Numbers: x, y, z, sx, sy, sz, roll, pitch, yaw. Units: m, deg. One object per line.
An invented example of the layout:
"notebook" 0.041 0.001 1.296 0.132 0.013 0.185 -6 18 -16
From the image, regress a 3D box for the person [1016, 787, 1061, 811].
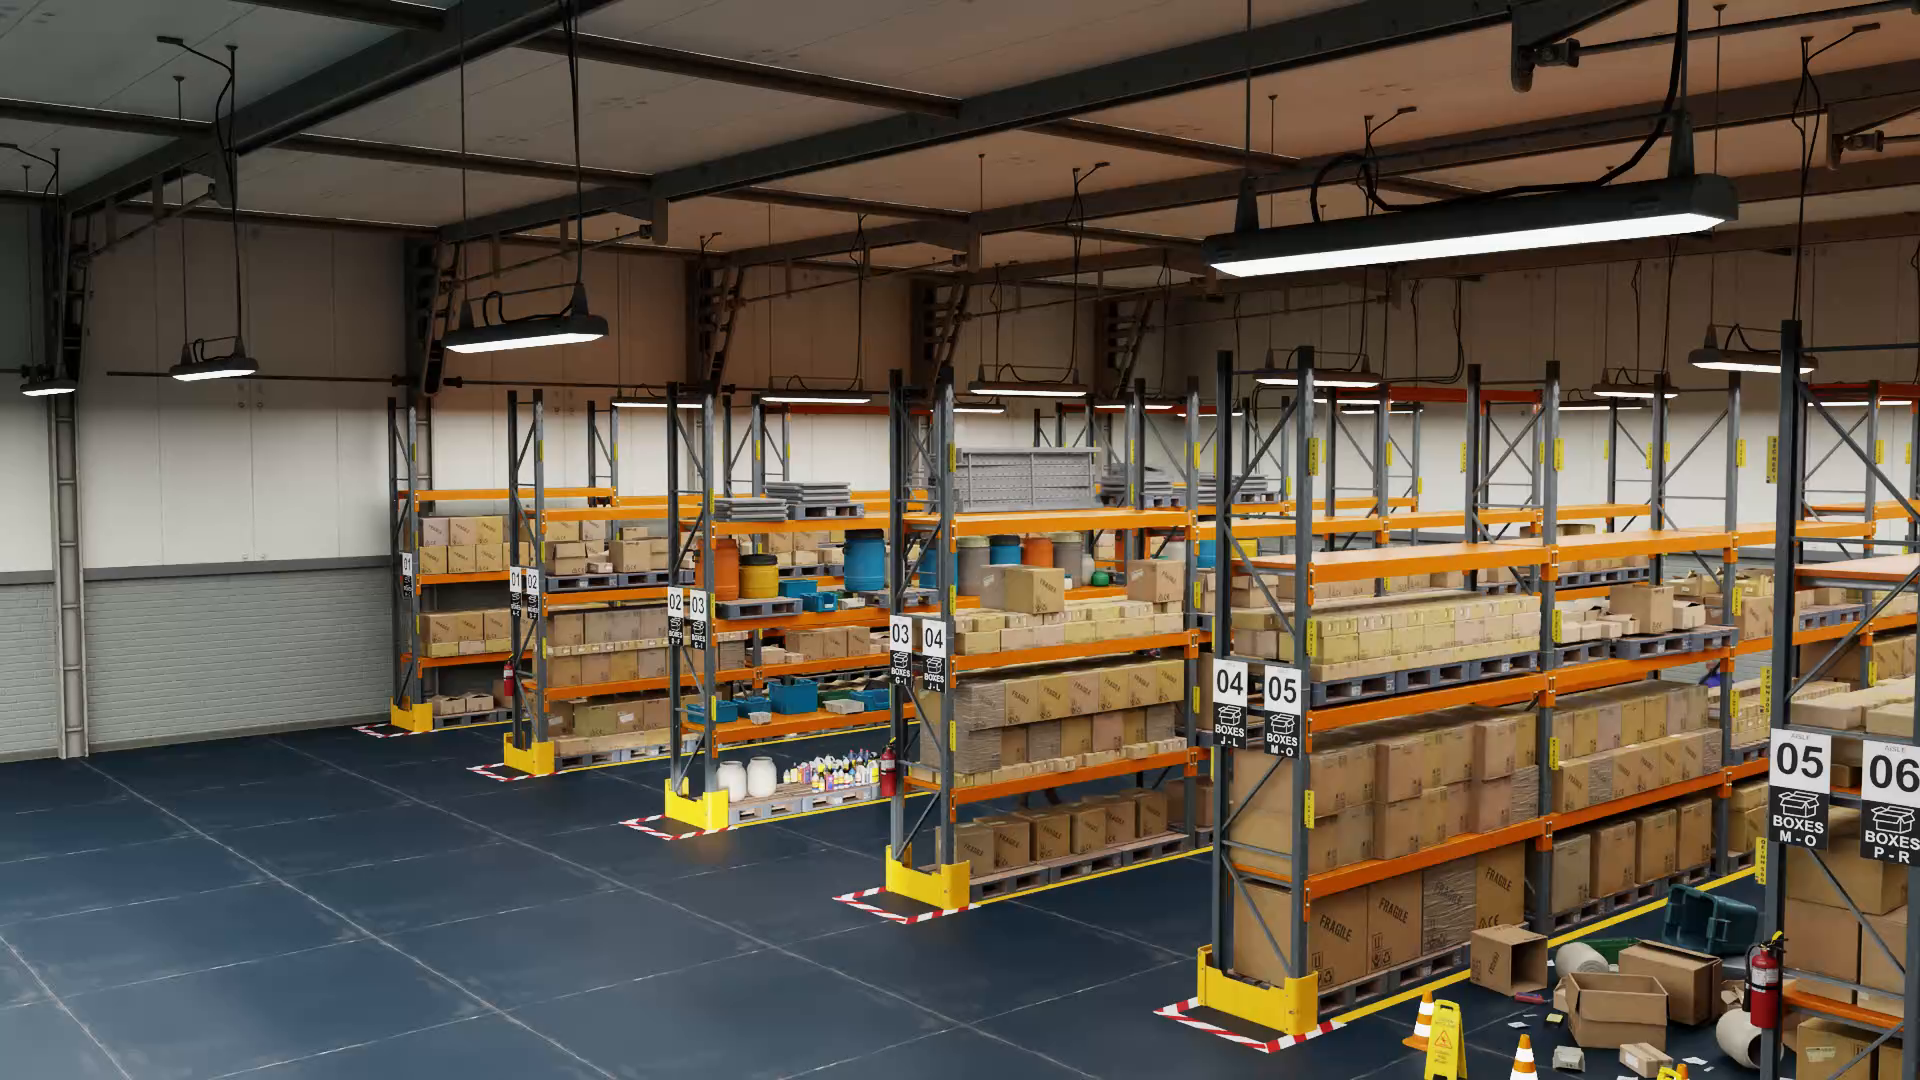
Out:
"person" 1.057 2.978 22.689 0.649 1.758 0.834 3 5 44

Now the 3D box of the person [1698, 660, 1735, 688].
"person" 12.544 2.759 27.492 0.648 1.586 0.584 2 4 28
